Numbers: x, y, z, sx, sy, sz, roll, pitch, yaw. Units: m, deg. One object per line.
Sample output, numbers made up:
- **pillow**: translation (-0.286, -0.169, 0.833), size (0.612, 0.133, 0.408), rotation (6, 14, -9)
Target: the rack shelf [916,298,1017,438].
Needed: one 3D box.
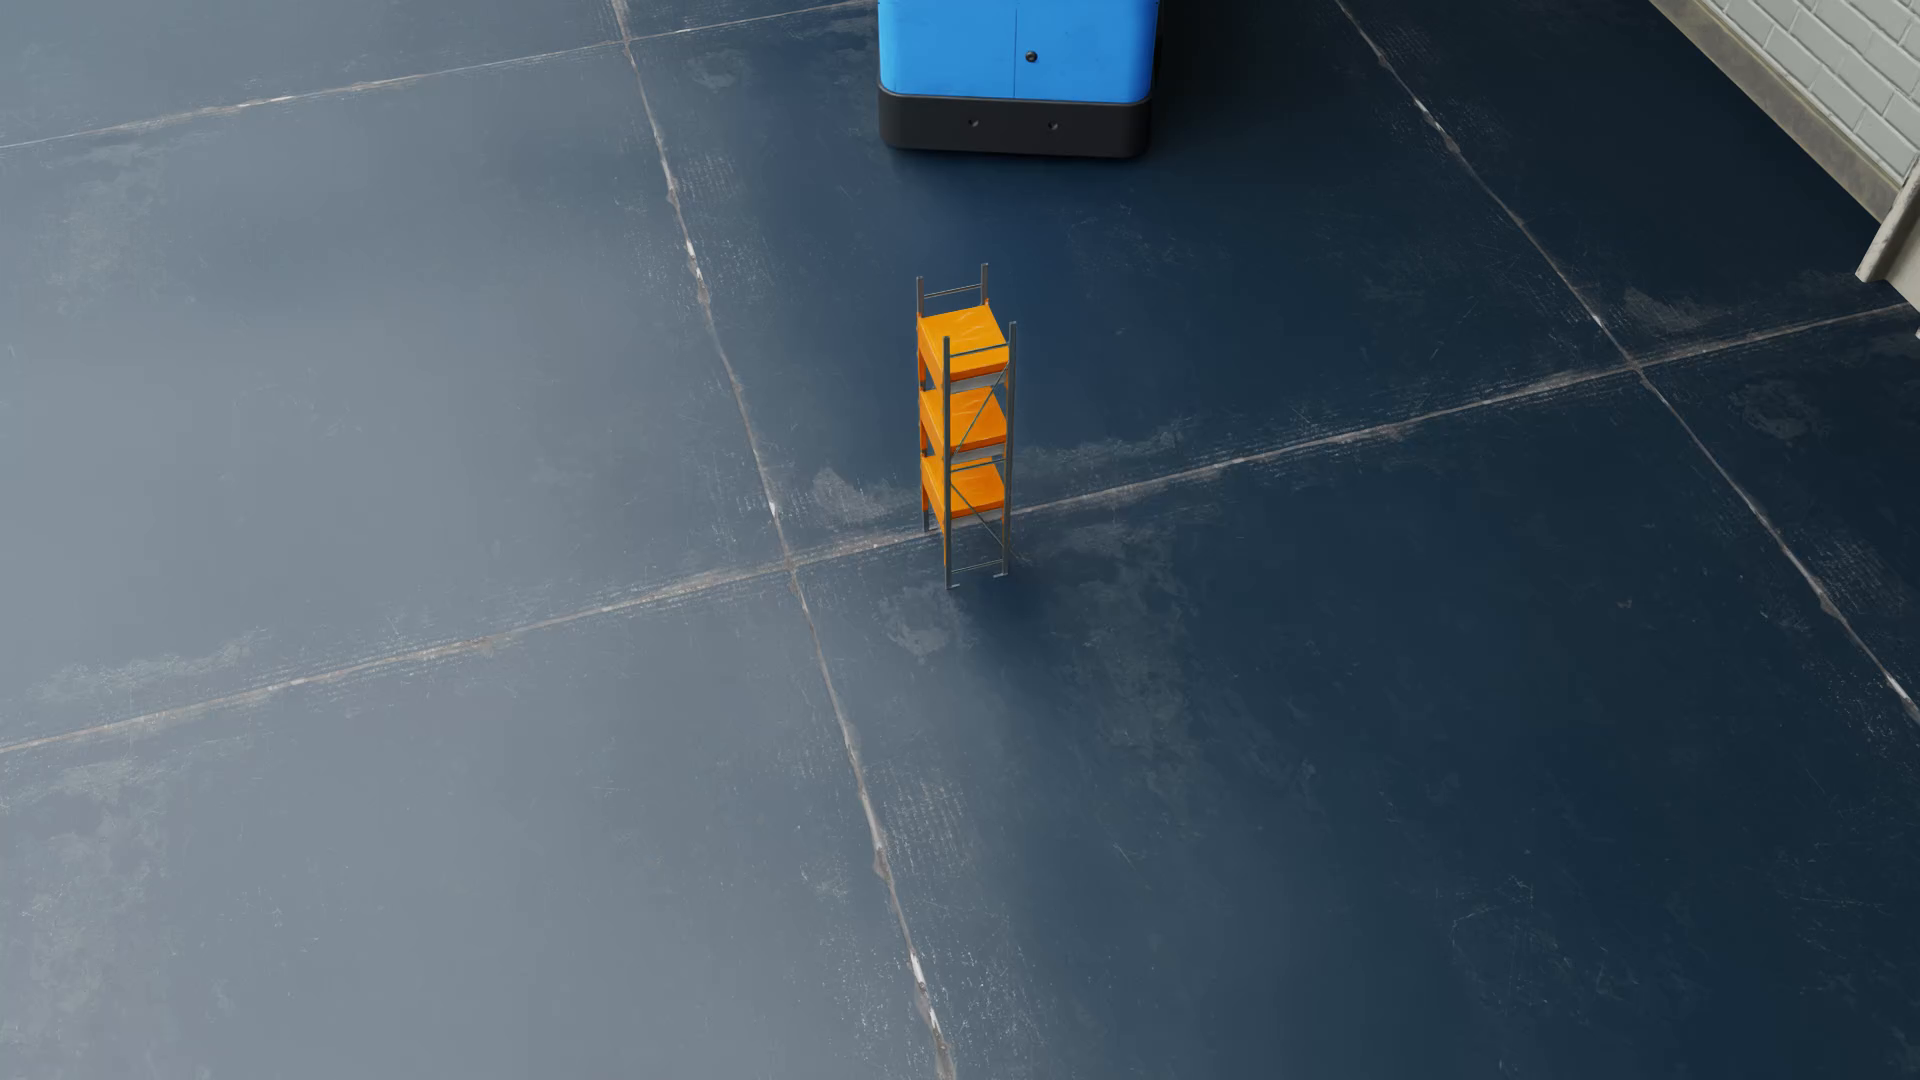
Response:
- **rack shelf**: translation (0.016, -0.475, 4.607), size (0.215, 0.259, 0.240), rotation (-13, 51, -11)

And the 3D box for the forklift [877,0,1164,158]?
- **forklift**: translation (0.309, -3.544, 6.321), size (1.130, 2.935, 3.031), rotation (3, 50, 3)

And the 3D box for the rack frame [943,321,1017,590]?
- **rack frame**: translation (0.052, -0.210, 4.741), size (0.200, 1.050, 0.008), rotation (-13, 51, -11)

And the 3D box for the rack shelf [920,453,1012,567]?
- **rack shelf**: translation (0.016, -0.113, 5.036), size (0.215, 0.259, 0.240), rotation (-13, 51, -11)

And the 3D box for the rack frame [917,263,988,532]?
- **rack frame**: translation (-0.020, -0.388, 4.891), size (0.200, 1.050, 0.008), rotation (-13, 51, -11)

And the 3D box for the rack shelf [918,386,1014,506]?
- **rack shelf**: translation (0.016, -0.292, 4.824), size (0.215, 0.259, 0.240), rotation (-13, 51, -11)

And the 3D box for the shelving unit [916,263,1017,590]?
- **shelving unit**: translation (0.016, -0.299, 4.816), size (0.215, 1.050, 0.252), rotation (-13, 51, -11)
